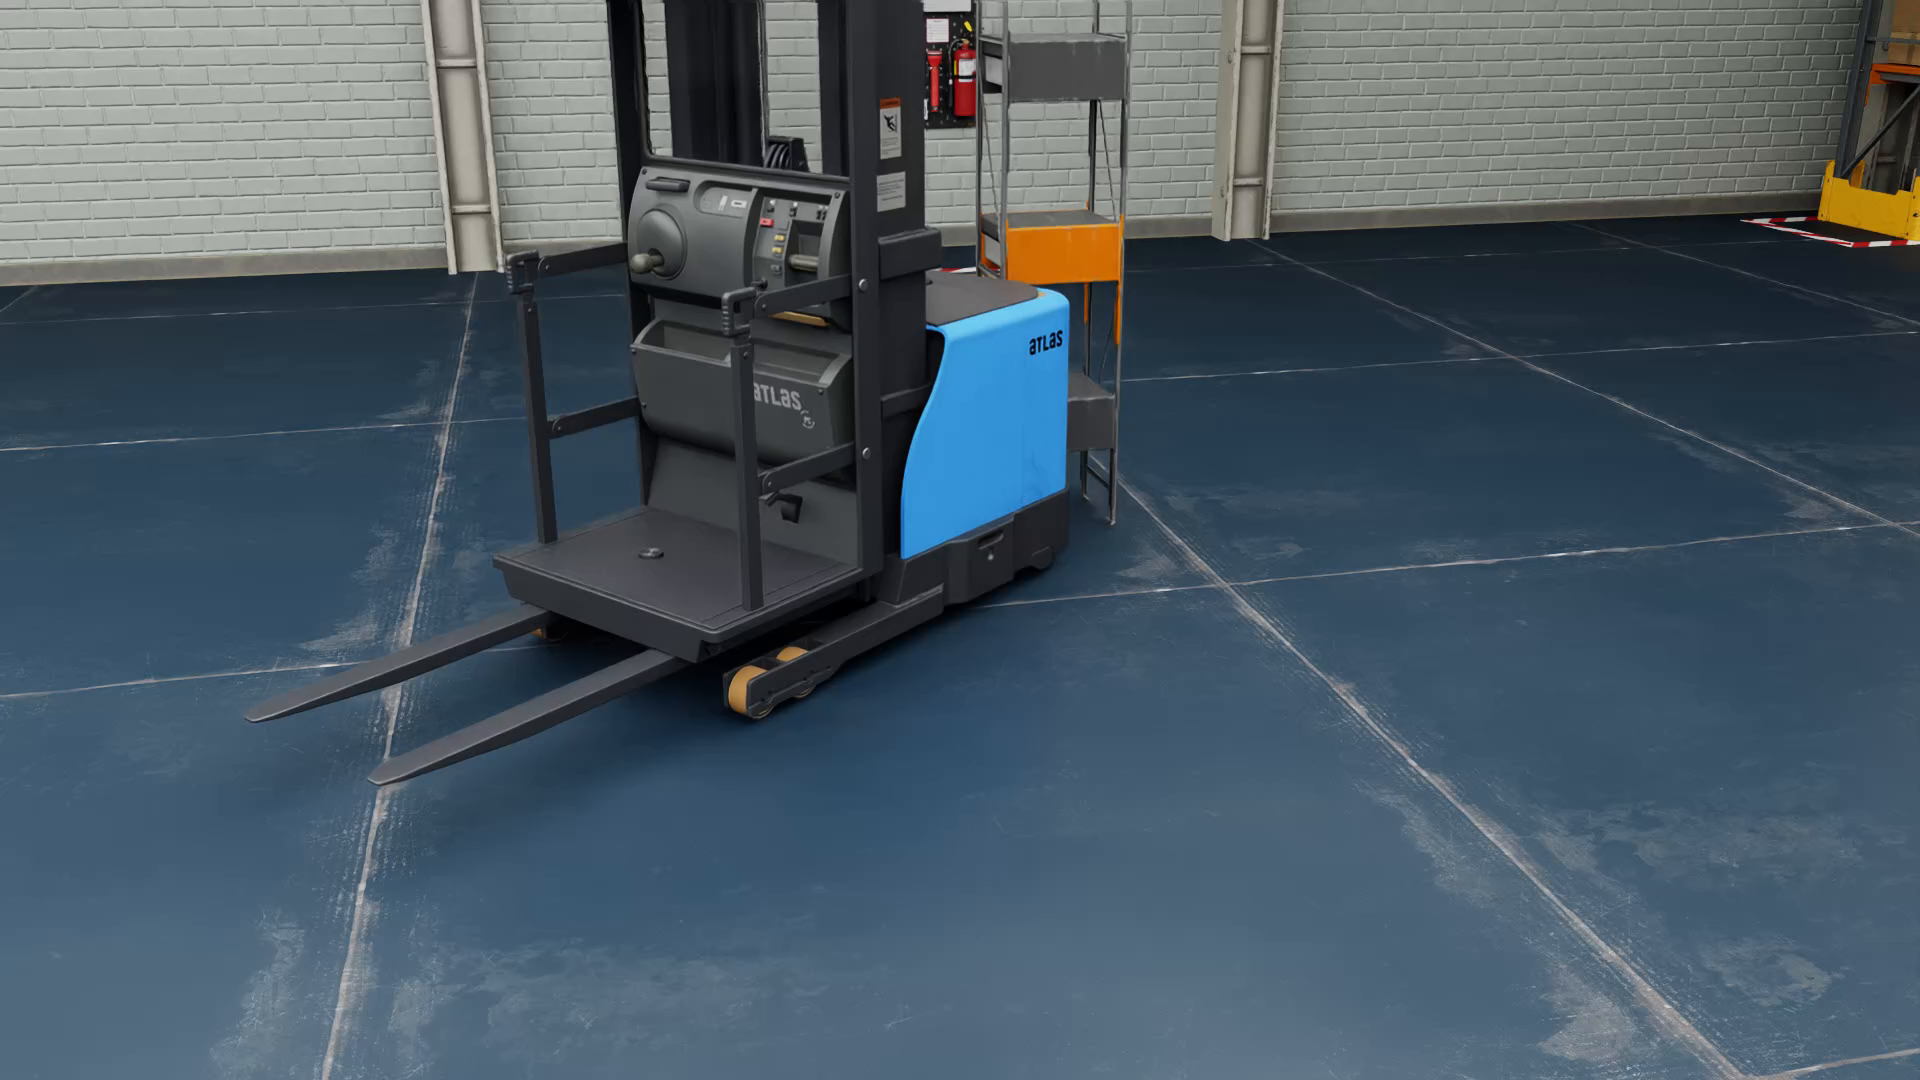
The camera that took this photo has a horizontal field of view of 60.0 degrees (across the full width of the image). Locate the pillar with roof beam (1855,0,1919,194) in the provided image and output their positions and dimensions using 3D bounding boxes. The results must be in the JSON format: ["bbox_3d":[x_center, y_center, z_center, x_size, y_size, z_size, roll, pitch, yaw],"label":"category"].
[{"bbox_3d":[9.111,-5.732,9.379,0.400,9.000,9.100,-5,21,-12],"label":"pillar with roof beam"}]

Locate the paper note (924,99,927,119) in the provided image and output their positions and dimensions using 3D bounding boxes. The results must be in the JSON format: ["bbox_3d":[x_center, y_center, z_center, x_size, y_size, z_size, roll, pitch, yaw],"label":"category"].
[{"bbox_3d":[-0.320,-3.294,12.726,0.142,0.148,0.016,-5,21,-12],"label":"paper note"}]

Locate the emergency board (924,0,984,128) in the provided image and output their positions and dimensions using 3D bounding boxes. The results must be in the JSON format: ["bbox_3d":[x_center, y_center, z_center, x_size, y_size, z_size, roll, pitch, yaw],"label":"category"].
[{"bbox_3d":[-0.132,-3.698,12.550,0.643,1.169,0.194,-5,21,-12],"label":"emergency board"}]

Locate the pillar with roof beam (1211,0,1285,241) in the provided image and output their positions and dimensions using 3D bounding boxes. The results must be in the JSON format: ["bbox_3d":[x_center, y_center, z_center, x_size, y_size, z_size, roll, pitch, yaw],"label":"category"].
[{"bbox_3d":[3.272,-5.257,8.083,0.400,9.000,9.100,-5,21,-12],"label":"pillar with roof beam"}]

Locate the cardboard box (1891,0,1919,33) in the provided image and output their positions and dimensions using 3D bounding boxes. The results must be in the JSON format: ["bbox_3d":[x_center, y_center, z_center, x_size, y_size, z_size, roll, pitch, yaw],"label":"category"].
[{"bbox_3d":[8.048,-4.411,13.593,0.500,0.500,0.500,-5,21,-13],"label":"cardboard box"}]

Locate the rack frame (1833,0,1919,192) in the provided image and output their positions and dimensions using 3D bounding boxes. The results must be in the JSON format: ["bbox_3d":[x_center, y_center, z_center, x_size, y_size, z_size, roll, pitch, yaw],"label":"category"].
[{"bbox_3d":[7.638,-4.011,13.403,0.127,3.000,1.000,-5,21,-12],"label":"rack frame"}]

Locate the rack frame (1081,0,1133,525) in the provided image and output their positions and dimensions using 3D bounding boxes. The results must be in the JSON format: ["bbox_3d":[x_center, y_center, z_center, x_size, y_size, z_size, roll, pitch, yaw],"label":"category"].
[{"bbox_3d":[0.593,-1.114,6.804,0.015,2.100,0.400,-5,21,-14],"label":"rack frame"}]

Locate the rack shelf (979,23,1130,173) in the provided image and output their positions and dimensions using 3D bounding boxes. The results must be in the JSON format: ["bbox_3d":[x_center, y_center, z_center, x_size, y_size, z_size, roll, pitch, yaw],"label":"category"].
[{"bbox_3d":[0.357,-1.737,6.508,0.480,0.518,0.431,-5,21,-14],"label":"rack shelf"}]

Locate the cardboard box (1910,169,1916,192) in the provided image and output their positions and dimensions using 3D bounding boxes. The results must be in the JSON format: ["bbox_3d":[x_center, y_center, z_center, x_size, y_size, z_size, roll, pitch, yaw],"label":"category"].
[{"bbox_3d":[8.332,-2.980,13.857,0.500,0.311,0.500,-7,21,-19],"label":"cardboard box"}]

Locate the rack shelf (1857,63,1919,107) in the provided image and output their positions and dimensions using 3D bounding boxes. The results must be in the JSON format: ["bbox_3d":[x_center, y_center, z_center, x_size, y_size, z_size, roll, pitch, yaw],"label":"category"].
[{"bbox_3d":[9.585,-3.832,13.959,4.000,0.370,1.077,-5,21,-12],"label":"rack shelf"}]

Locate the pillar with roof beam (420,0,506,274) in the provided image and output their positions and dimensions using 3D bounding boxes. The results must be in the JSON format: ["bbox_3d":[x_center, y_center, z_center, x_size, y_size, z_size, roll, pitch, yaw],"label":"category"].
[{"bbox_3d":[-2.567,-4.782,6.787,0.400,9.000,9.100,-5,21,-12],"label":"pillar with roof beam"}]

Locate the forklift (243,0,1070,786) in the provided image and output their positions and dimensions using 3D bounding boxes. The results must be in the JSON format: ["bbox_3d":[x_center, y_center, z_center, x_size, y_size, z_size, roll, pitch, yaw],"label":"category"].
[{"bbox_3d":[-0.873,-1.001,5.286,1.130,2.935,3.031,15,25,35],"label":"forklift"}]

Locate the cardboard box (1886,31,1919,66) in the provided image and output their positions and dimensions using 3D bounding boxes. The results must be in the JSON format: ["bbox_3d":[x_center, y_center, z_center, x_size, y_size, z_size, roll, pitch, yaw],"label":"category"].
[{"bbox_3d":[8.049,-4.052,13.704,0.500,0.250,0.500,-4,21,-12],"label":"cardboard box"}]

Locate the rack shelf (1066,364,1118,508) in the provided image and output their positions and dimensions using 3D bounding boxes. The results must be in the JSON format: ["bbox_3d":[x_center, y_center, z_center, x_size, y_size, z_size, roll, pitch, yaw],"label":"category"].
[{"bbox_3d":[0.357,-0.422,6.989,0.480,0.518,0.431,-5,21,-14],"label":"rack shelf"}]

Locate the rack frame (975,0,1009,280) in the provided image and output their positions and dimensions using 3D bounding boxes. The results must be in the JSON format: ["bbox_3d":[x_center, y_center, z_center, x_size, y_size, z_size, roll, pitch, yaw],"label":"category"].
[{"bbox_3d":[0.122,-1.070,6.684,0.015,2.100,0.400,-5,21,-14],"label":"rack frame"}]

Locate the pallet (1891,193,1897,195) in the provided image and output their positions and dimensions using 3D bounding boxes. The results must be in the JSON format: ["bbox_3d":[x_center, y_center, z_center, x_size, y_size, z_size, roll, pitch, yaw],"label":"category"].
[{"bbox_3d":[8.511,-2.760,14.043,1.213,0.211,1.003,-5,21,-12],"label":"pallet"}]

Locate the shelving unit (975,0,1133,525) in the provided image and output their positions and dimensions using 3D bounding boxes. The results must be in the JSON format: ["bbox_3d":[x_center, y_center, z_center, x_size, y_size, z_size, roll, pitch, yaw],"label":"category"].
[{"bbox_3d":[0.357,-1.092,6.744,0.503,2.100,0.431,-5,21,-14],"label":"shelving unit"}]

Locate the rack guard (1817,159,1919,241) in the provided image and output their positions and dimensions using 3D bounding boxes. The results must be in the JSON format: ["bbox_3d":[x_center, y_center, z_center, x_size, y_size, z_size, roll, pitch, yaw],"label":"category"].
[{"bbox_3d":[7.712,-2.843,13.850,0.348,0.500,1.175,-5,21,-12],"label":"rack guard"}]

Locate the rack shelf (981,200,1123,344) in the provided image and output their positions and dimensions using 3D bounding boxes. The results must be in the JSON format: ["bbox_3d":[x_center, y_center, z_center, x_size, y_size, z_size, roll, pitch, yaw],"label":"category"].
[{"bbox_3d":[0.357,-1.080,6.749,0.480,0.518,0.431,-5,21,-14],"label":"rack shelf"}]
